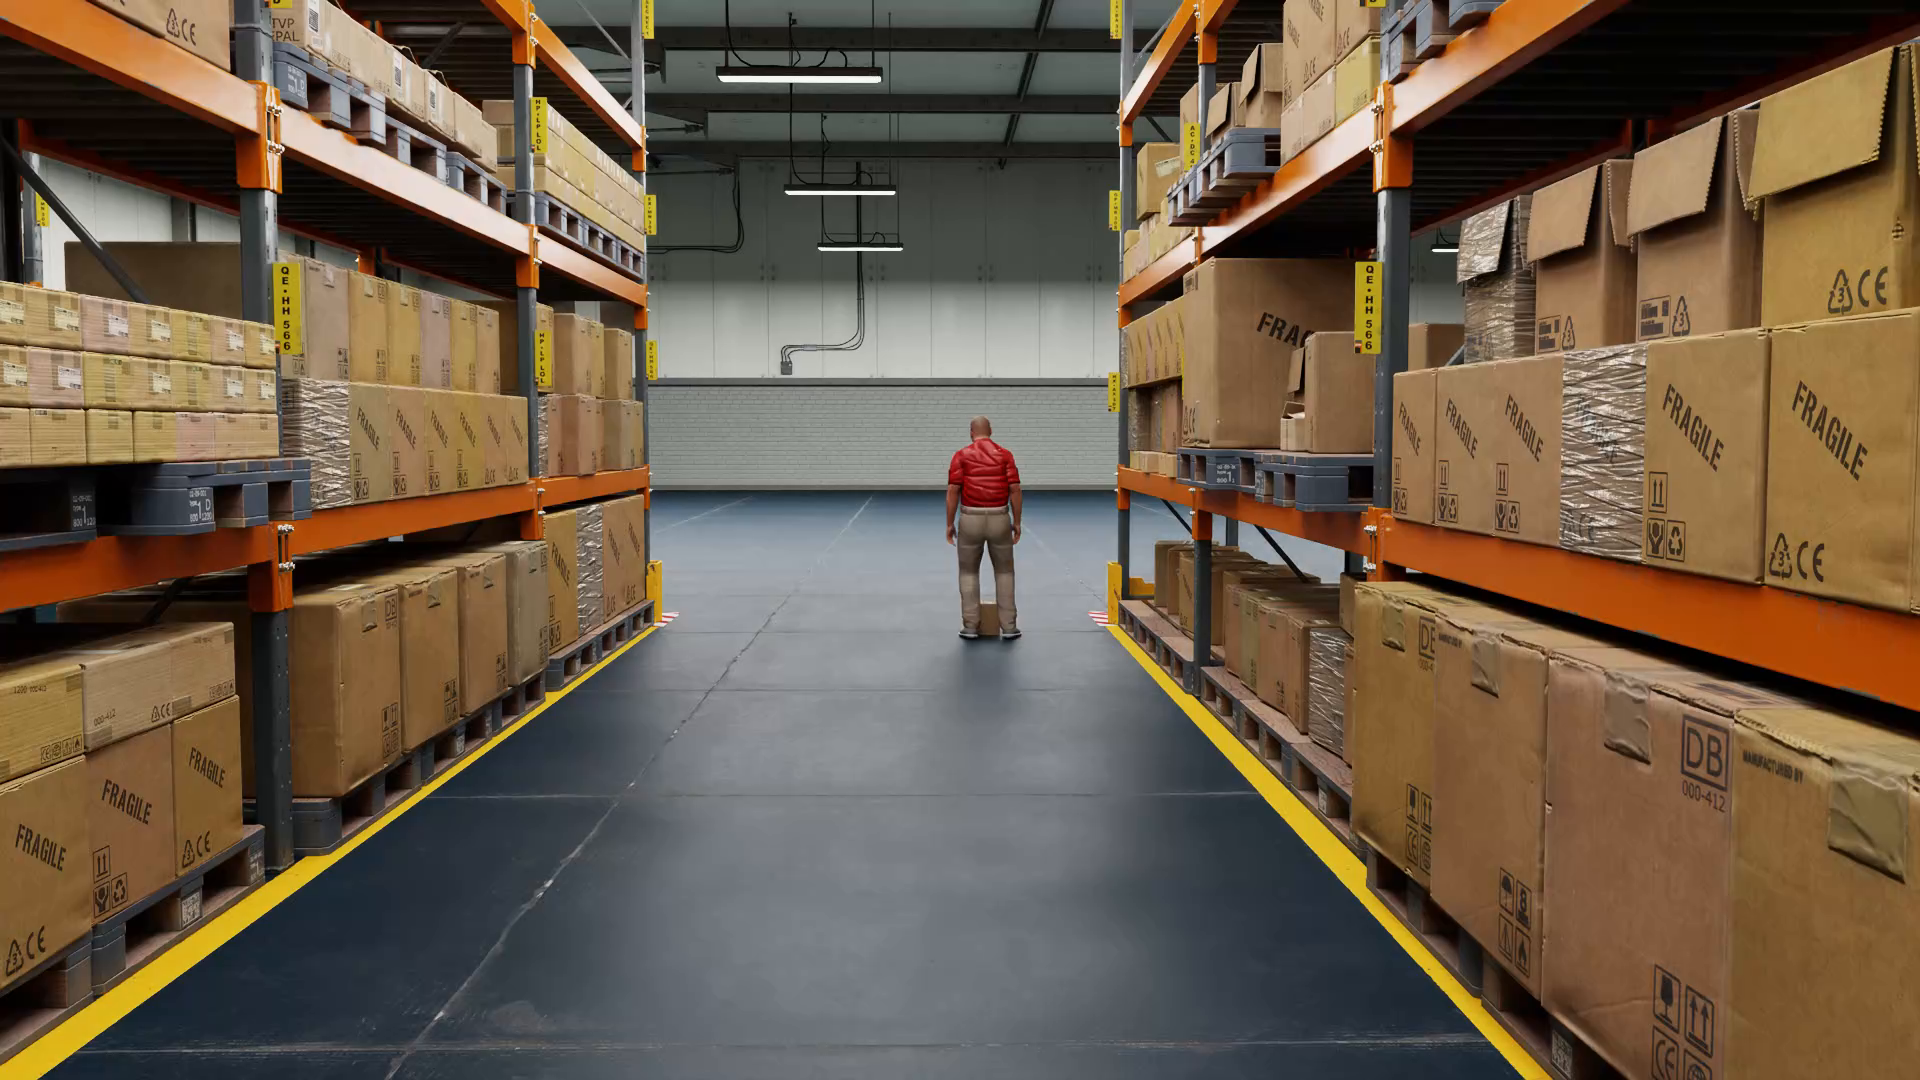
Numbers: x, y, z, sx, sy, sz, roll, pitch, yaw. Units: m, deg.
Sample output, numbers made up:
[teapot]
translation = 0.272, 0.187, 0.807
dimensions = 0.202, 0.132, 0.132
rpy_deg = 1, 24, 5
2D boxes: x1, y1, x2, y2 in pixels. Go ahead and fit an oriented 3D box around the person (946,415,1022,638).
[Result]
[person]
translation = 0.192, -0.103, 12.918
dimensions = 0.606, 1.727, 0.389
rpy_deg = 0, 4, -5
